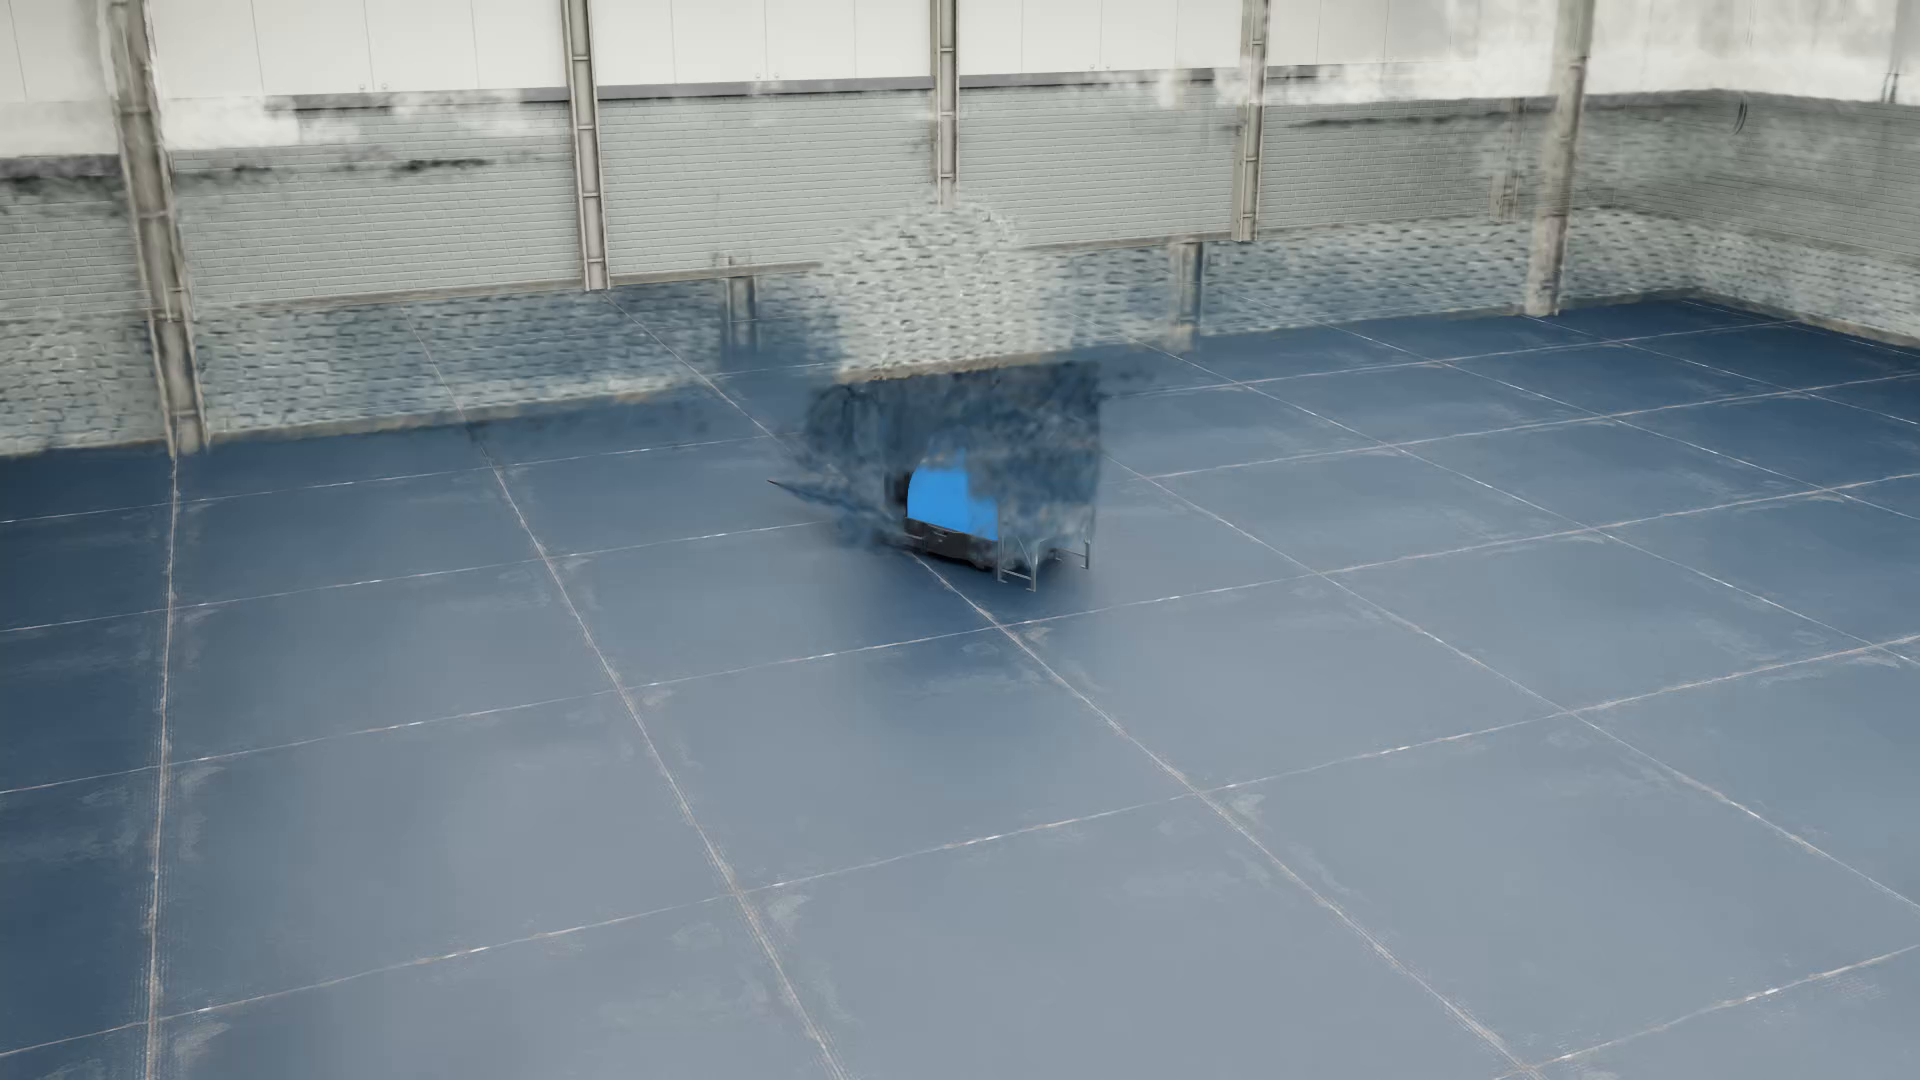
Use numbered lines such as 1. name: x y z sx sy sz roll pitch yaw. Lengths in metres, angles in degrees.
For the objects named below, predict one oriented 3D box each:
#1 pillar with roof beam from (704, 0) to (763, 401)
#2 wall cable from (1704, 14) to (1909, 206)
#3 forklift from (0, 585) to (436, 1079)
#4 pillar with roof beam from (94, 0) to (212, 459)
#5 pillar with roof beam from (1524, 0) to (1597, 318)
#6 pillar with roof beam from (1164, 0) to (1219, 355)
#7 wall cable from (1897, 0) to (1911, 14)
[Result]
1. pillar with roof beam: 1.453 -7.709 23.367 0.400 9.000 9.100 -8 21 -22
2. wall cable: 13.995 -9.120 32.050 0.112 2.526 3.097 -8 21 -22
3. forklift: -0.483 -1.516 14.915 3.031 2.935 1.130 15 25 37
4. pillar with roof beam: -4.056 -6.920 21.125 0.400 9.000 9.100 -8 21 -22
5. pillar with roof beam: 12.472 -9.288 27.850 0.400 9.000 9.100 -8 21 -22
6. pillar with roof beam: 6.963 -8.498 25.608 0.400 9.000 9.100 -8 21 -22
7. wall cable: 15.067 -10.677 28.868 0.112 2.526 3.097 -8 21 -22
